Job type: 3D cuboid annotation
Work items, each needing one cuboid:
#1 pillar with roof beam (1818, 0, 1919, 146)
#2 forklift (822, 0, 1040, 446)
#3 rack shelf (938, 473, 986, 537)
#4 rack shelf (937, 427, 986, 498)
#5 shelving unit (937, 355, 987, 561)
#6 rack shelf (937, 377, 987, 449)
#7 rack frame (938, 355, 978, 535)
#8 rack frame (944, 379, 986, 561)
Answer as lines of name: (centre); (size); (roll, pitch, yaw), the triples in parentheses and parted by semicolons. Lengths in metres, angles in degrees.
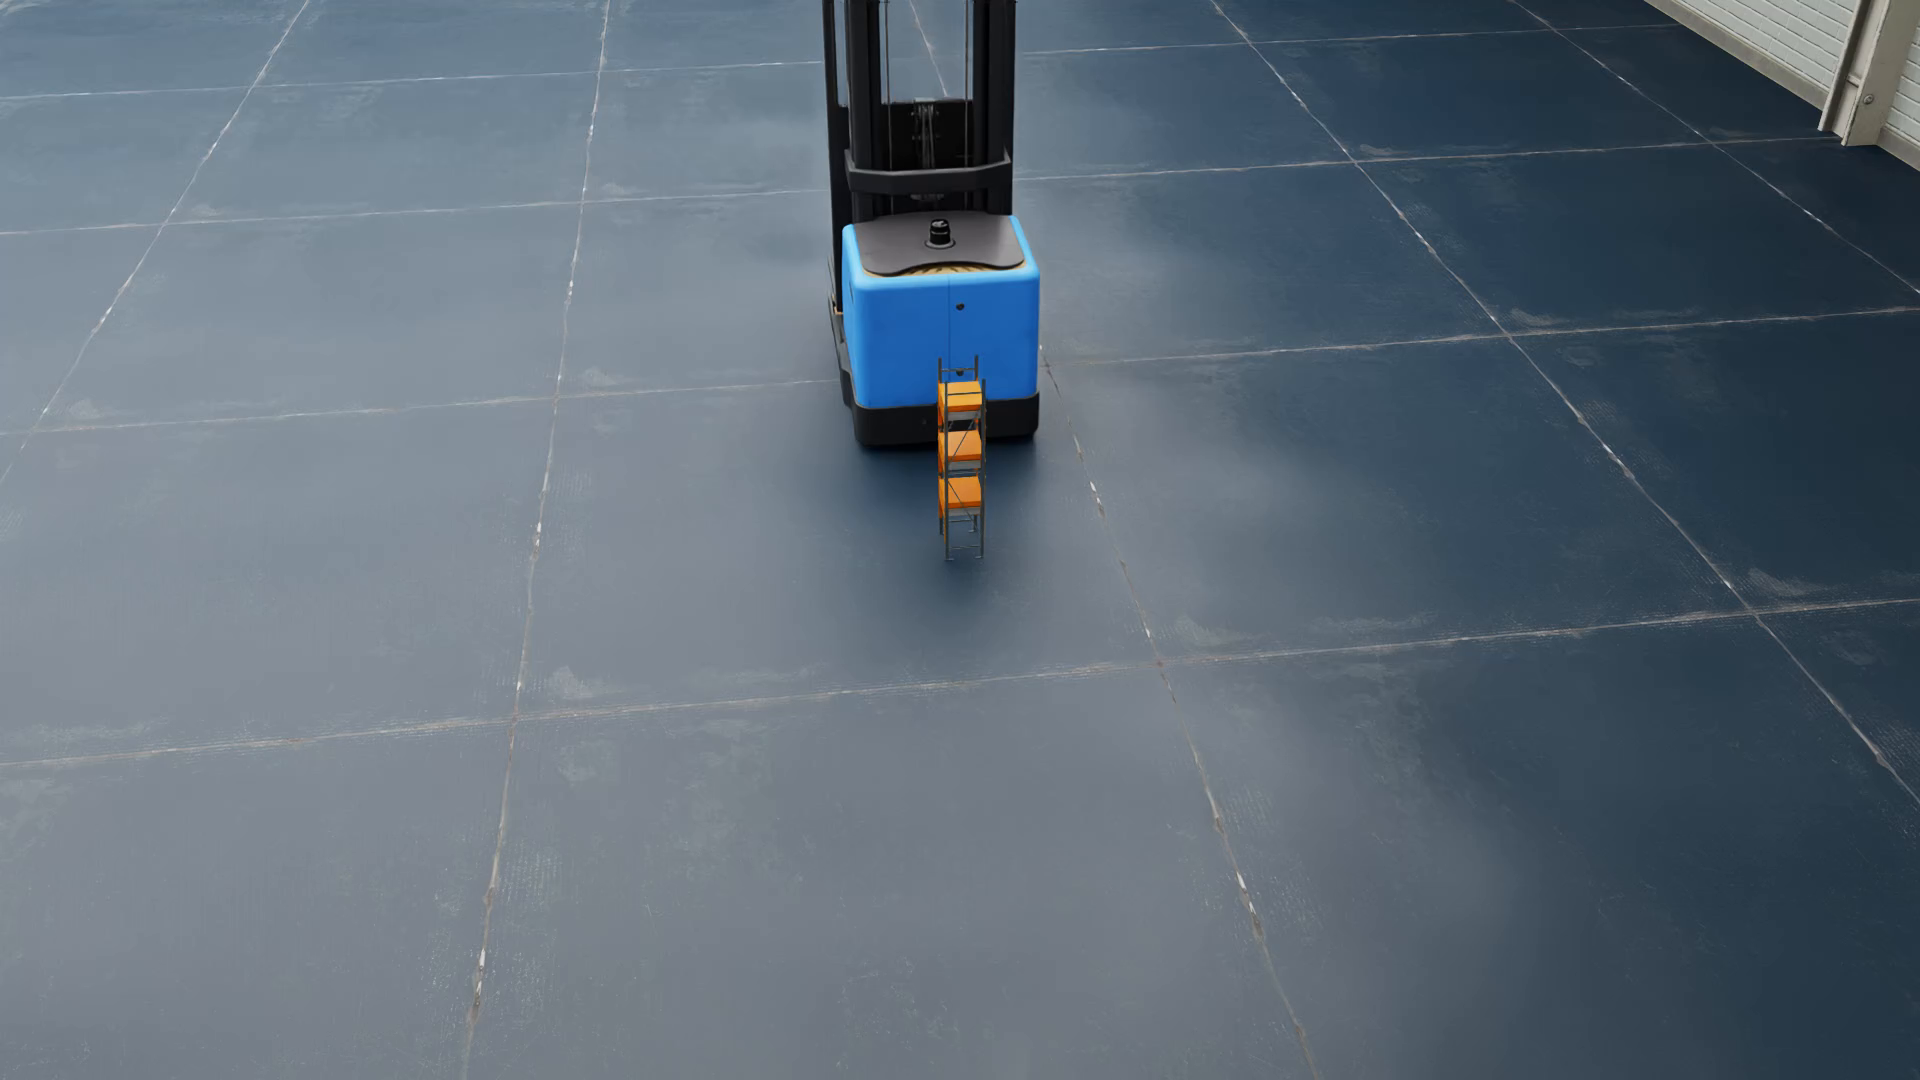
pillar with roof beam: (2.996, -6.693, 10.581); (9.100, 9.000, 0.400); (-4, 35, -6)
forklift: (-0.264, -2.562, 9.907); (1.130, 2.935, 3.031); (-4, 35, -7)
rack shelf: (0.007, -0.166, 8.573); (0.215, 0.259, 0.240); (-4, 35, -6)
rack shelf: (0.007, -0.395, 8.416); (0.215, 0.259, 0.240); (-4, 35, -6)
shelving unit: (0.007, -0.404, 8.411); (0.215, 1.050, 0.252); (-4, 35, -6)
rack shelf: (0.007, -0.630, 8.257); (0.215, 0.259, 0.240); (-4, 35, -6)
rack frame: (-0.009, -0.472, 8.510); (0.200, 1.050, 0.008); (-4, 35, -6)
rack frame: (0.024, -0.336, 8.311); (0.200, 1.050, 0.008); (-4, 35, -6)
